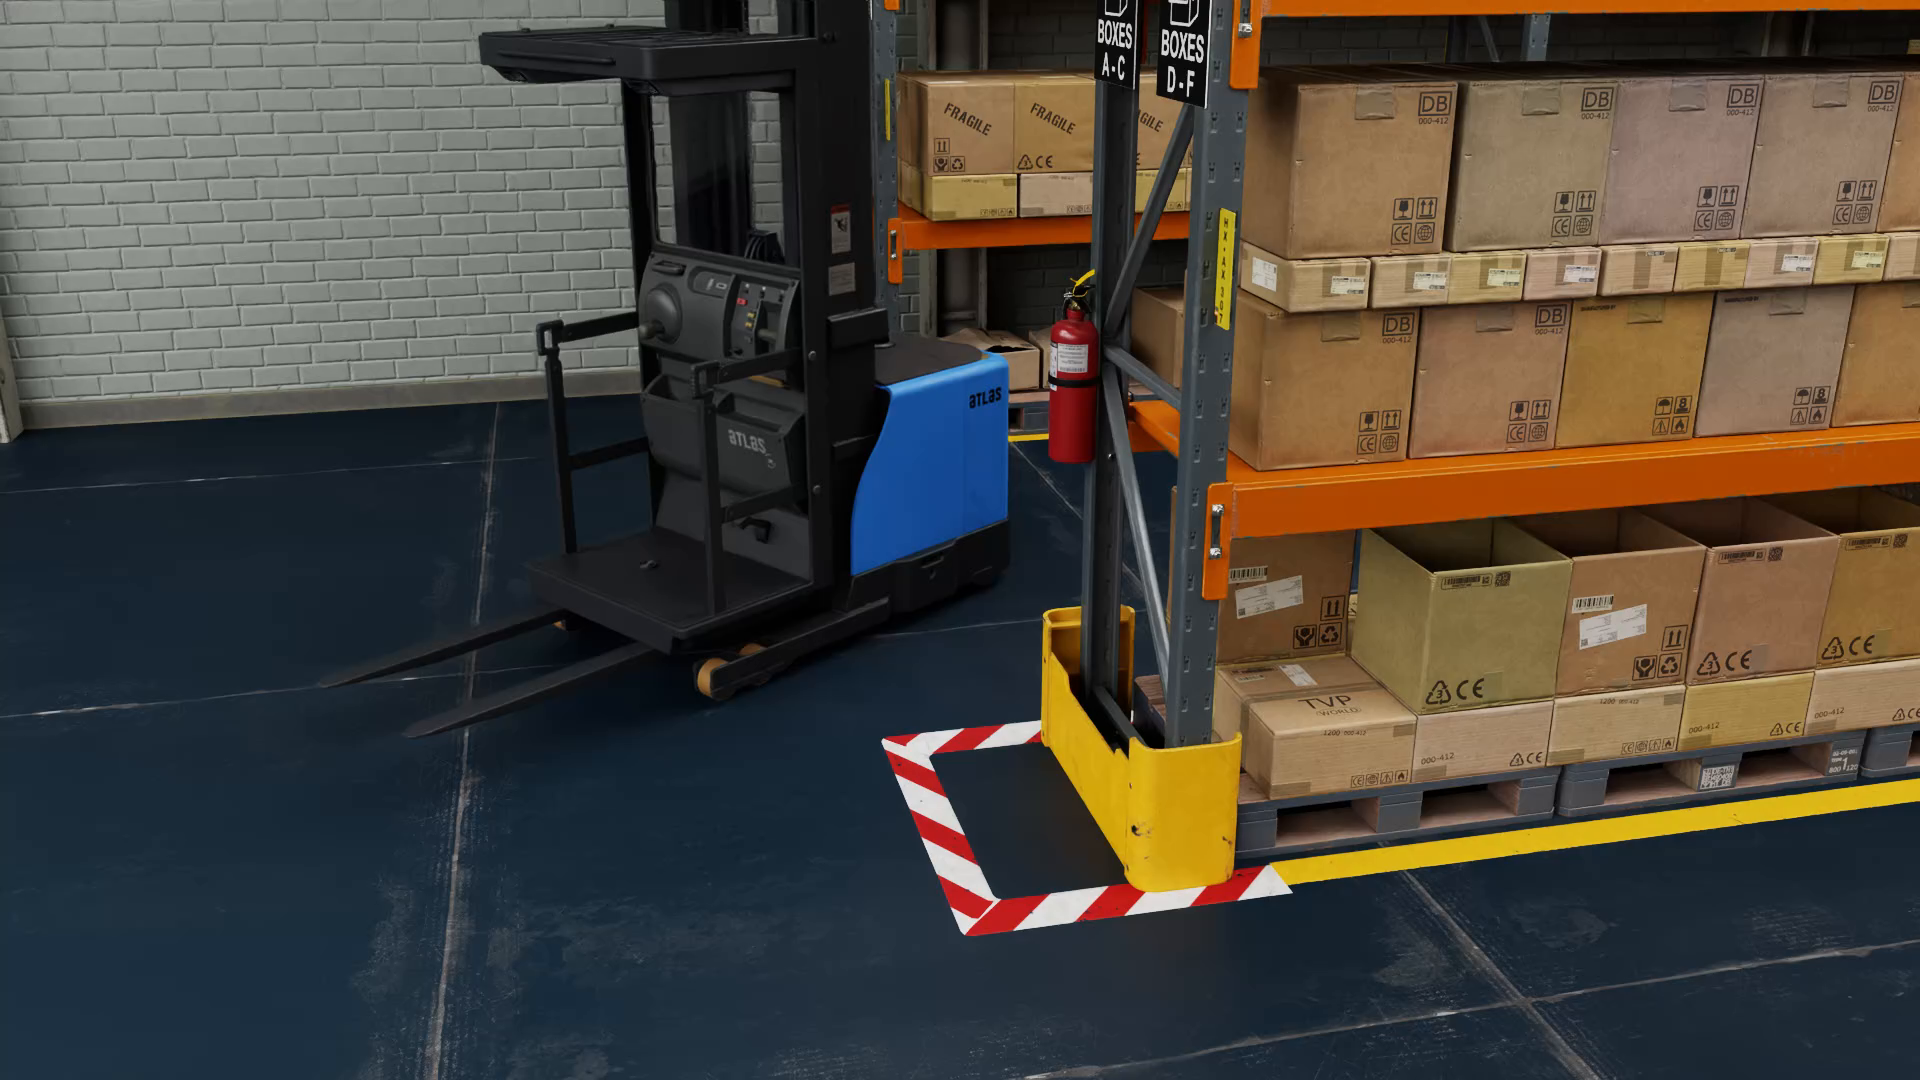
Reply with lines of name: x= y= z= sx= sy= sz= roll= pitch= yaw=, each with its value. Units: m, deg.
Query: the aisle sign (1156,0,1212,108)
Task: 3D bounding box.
aisle sign: x=0.624 y=-1.611 z=4.573 sx=0.004 sy=0.787 sz=0.394 roll=-5 pitch=21 yaw=-12

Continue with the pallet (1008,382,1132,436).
pallet: x=0.346 y=-0.905 z=10.479 sx=1.213 sy=0.211 sz=1.003 roll=-5 pitch=21 yaw=-12

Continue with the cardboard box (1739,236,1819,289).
cardboard box: x=2.544 y=-0.930 z=5.404 sx=0.250 sy=0.149 sz=0.380 roll=-4 pitch=21 yaw=-12

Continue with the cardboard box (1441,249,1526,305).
cardboard box: x=1.548 y=-0.850 z=5.185 sx=0.250 sy=0.149 sz=0.380 roll=-5 pitch=21 yaw=-12

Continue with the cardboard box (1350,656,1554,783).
cardboard box: x=1.676 y=0.587 z=5.739 sx=0.500 sy=0.250 sz=0.500 roll=-5 pitch=21 yaw=-12

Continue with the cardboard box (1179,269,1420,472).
cardboard box: x=1.074 y=-0.578 z=5.386 sx=0.500 sy=0.500 sz=0.700 roll=-5 pitch=21 yaw=-12

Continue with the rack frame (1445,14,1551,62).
rack frame: x=3.366 y=-2.473 z=10.704 sx=0.127 sy=3.000 sz=1.000 roll=-5 pitch=21 yaw=-12

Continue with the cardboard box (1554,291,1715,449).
cardboard box: x=2.069 y=-0.658 z=5.606 sx=0.500 sy=0.500 sz=0.700 roll=-5 pitch=21 yaw=-12

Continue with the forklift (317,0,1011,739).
forklift: x=-1.132 y=-0.938 z=6.614 sx=1.130 sy=2.935 sz=3.031 roll=18 pitch=26 yaw=39

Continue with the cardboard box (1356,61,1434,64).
cardboard box: x=2.861 y=-2.797 z=10.687 sx=0.500 sy=0.500 sz=0.500 roll=-5 pitch=21 yaw=-14

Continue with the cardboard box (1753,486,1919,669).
cardboard box: x=3.134 y=0.113 z=5.941 sx=0.500 sy=0.500 sz=0.500 roll=-5 pitch=21 yaw=-12

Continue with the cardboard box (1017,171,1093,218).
cardboard box: x=0.523 y=-2.073 z=9.803 sx=0.500 sy=0.250 sz=0.500 roll=-5 pitch=21 yaw=-14

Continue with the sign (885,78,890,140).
sign: x=-0.402 y=-2.381 z=9.195 sx=0.005 sy=0.325 sz=0.100 roll=-5 pitch=21 yaw=-12

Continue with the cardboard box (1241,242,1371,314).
cardboard box: x=1.048 y=-0.809 z=5.073 sx=0.250 sy=0.149 sz=0.380 roll=-5 pitch=21 yaw=-13

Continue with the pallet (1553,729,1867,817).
pallet: x=2.536 y=0.641 z=6.257 sx=1.213 sy=0.211 sz=1.003 roll=-5 pitch=21 yaw=-12

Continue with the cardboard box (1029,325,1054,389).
cardboard box: x=0.722 y=-1.170 z=10.417 sx=0.500 sy=0.311 sz=0.500 roll=-3 pitch=20 yaw=-8

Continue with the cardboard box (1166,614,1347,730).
cardboard box: x=1.071 y=0.454 z=6.100 sx=0.500 sy=0.250 sz=0.500 roll=-5 pitch=21 yaw=-12

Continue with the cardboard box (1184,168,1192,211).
cardboard box: x=1.513 y=-2.151 z=10.014 sx=0.500 sy=0.250 sz=0.500 roll=-4 pitch=21 yaw=-12

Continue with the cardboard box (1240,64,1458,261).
cardboard box: x=1.126 y=-1.191 z=5.174 sx=0.500 sy=0.500 sz=0.700 roll=-5 pitch=21 yaw=-12

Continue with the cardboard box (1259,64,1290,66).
cardboard box: x=1.870 y=-2.719 z=10.476 sx=0.500 sy=0.500 sz=0.500 roll=-4 pitch=21 yaw=-11

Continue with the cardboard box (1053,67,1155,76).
cardboard box: x=0.878 y=-2.635 z=10.245 sx=0.500 sy=0.500 sz=0.500 roll=-5 pitch=21 yaw=-14

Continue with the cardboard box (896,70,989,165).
cardboard box: x=-0.117 y=-2.556 z=10.029 sx=0.500 sy=0.500 sz=0.500 roll=-5 pitch=21 yaw=-13

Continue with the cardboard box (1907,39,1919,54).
cardboard box: x=6.620 y=-3.280 z=11.179 sx=0.250 sy=0.149 sz=0.380 roll=-8 pitch=22 yaw=-22

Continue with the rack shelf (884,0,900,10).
rack shelf: x=1.420 y=-3.385 z=9.880 sx=4.000 sy=0.370 sz=1.077 roll=-5 pitch=21 yaw=-12

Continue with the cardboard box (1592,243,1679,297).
cardboard box: x=2.053 y=-0.891 z=5.298 sx=0.250 sy=0.149 sz=0.380 roll=-5 pitch=21 yaw=-14

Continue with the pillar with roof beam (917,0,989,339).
pillar with roof beam: x=0.946 y=-3.877 z=5.816 sx=0.400 sy=9.000 sz=9.100 roll=-5 pitch=21 yaw=-12

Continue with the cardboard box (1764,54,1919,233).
cardboard box: x=3.100 y=-1.354 z=5.618 sx=0.500 sy=0.500 sz=0.700 roll=-5 pitch=21 yaw=-12

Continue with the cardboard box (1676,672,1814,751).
cardboard box: x=2.650 y=0.509 z=5.950 sx=0.500 sy=0.250 sz=0.500 roll=-5 pitch=21 yaw=-12

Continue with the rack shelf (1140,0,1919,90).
rack shelf: x=2.563 y=-1.727 z=5.354 sx=4.000 sy=0.370 sz=1.077 roll=-5 pitch=21 yaw=-12

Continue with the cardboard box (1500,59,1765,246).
cardboard box: x=2.127 y=-1.275 z=5.402 sx=0.500 sy=0.500 sz=0.700 roll=-5 pitch=21 yaw=-12

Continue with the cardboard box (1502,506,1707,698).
cardboard box: x=2.160 y=0.191 z=5.728 sx=0.500 sy=0.500 sz=0.500 roll=-5 pitch=21 yaw=-12

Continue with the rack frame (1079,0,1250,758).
rack frame: x=0.617 y=-0.498 z=5.314 sx=0.127 sy=3.000 sz=1.000 roll=-5 pitch=21 yaw=-12

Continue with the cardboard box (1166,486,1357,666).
cardboard box: x=1.070 y=0.101 z=5.973 sx=0.500 sy=0.500 sz=0.500 roll=-5 pitch=21 yaw=-12

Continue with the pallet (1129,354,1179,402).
pallet: x=1.531 y=-1.001 z=10.739 sx=1.213 sy=0.211 sz=1.003 roll=-5 pitch=21 yaw=-12

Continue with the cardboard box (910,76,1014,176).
cardboard box: x=0.007 y=-2.384 z=9.562 sx=0.500 sy=0.500 sz=0.500 roll=-5 pitch=21 yaw=-12

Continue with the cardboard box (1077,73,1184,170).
cardboard box: x=0.995 y=-2.459 z=9.765 sx=0.500 sy=0.500 sz=0.500 roll=-5 pitch=21 yaw=-14

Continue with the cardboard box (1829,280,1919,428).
cardboard box: x=3.078 y=-0.742 z=5.835 sx=0.500 sy=0.500 sz=0.700 roll=-4 pitch=21 yaw=-12

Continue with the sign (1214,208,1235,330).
sign: x=0.739 y=-0.756 z=4.643 sx=0.005 sy=0.325 sz=0.100 roll=-5 pitch=21 yaw=-12

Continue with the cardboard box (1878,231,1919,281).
cardboard box: x=3.058 y=-0.973 z=5.522 sx=0.250 sy=0.149 sz=0.380 roll=-4 pitch=21 yaw=-11
